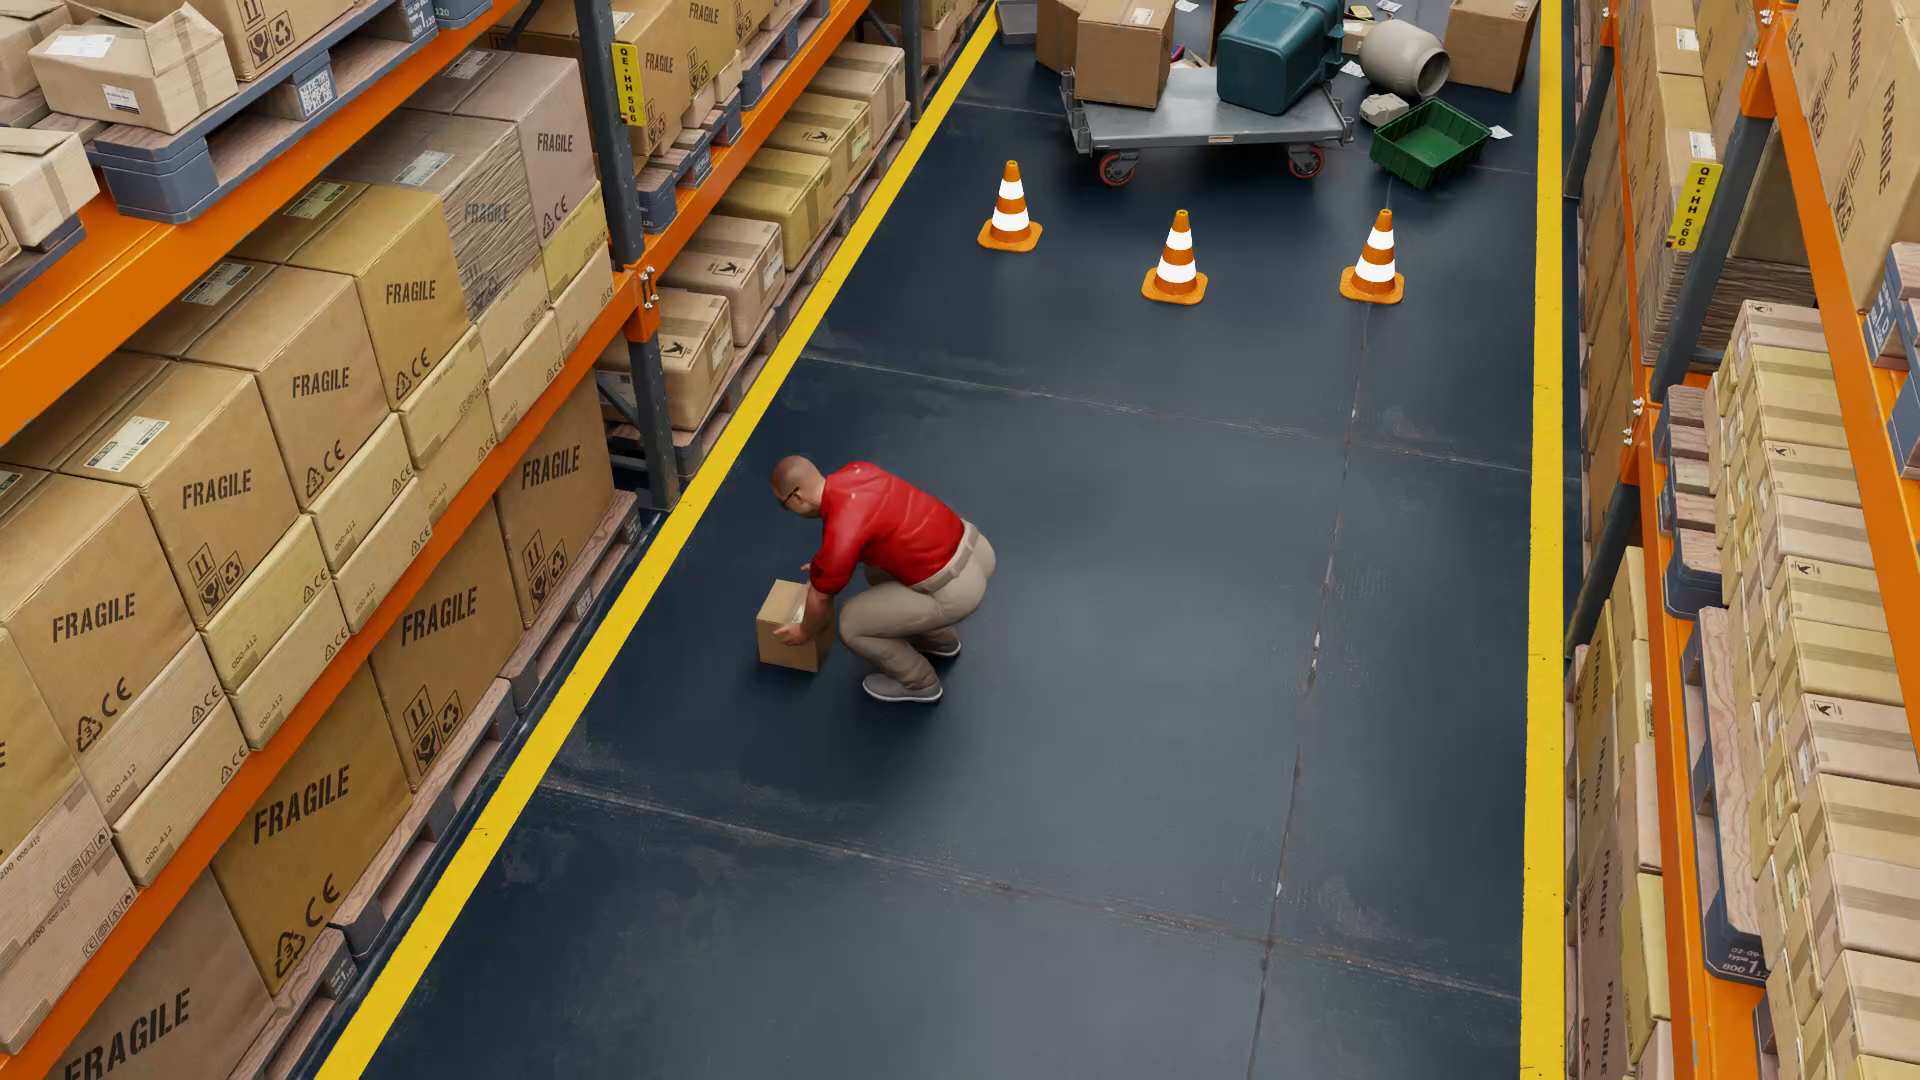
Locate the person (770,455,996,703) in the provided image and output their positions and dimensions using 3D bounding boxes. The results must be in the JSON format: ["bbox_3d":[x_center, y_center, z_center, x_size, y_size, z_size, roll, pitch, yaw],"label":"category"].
[{"bbox_3d":[-0.304,0.138,6.526,0.850,1.061,0.572,10,42,11],"label":"person"}]
